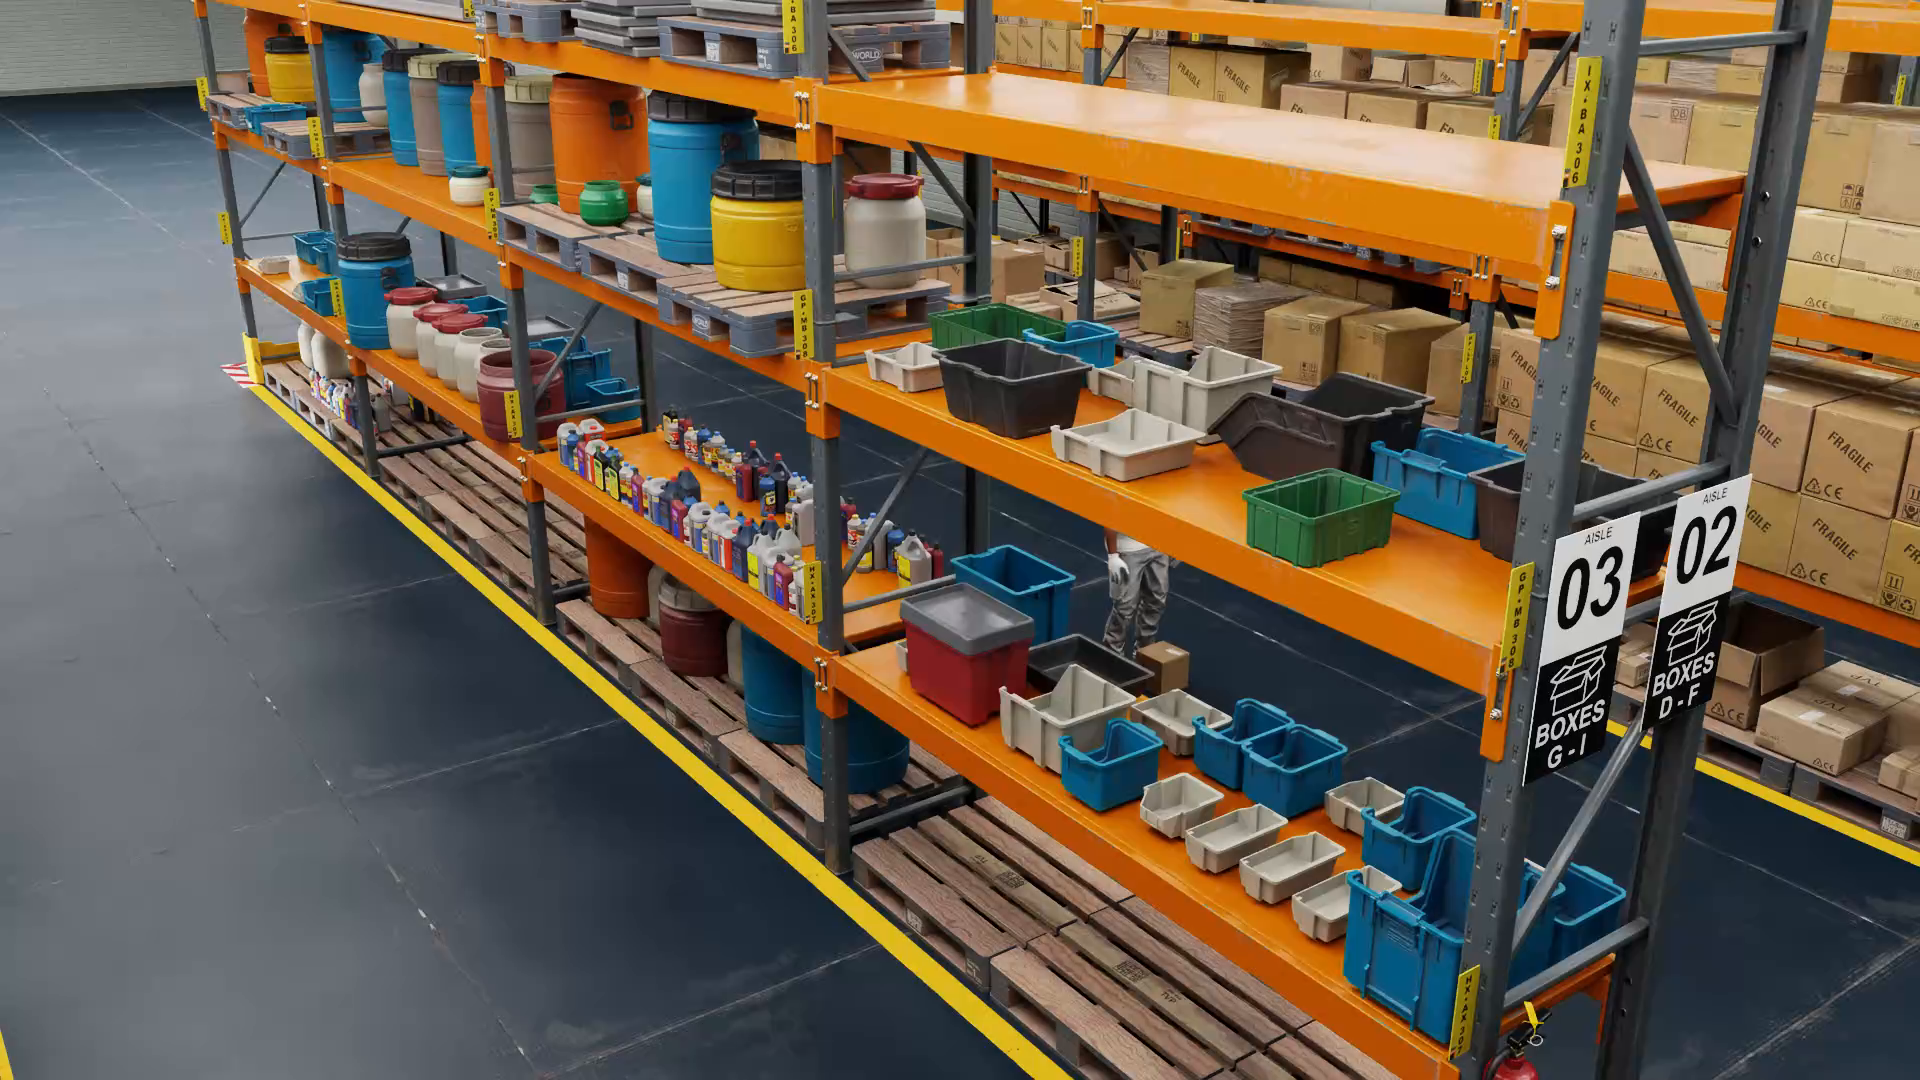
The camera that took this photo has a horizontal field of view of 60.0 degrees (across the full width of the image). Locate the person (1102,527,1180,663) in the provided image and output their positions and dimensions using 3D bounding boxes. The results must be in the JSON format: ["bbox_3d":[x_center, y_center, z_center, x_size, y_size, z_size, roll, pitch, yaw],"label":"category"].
[{"bbox_3d":[1.197,0.075,10.875,0.631,1.774,0.451,-15,26,-34],"label":"person"}]
